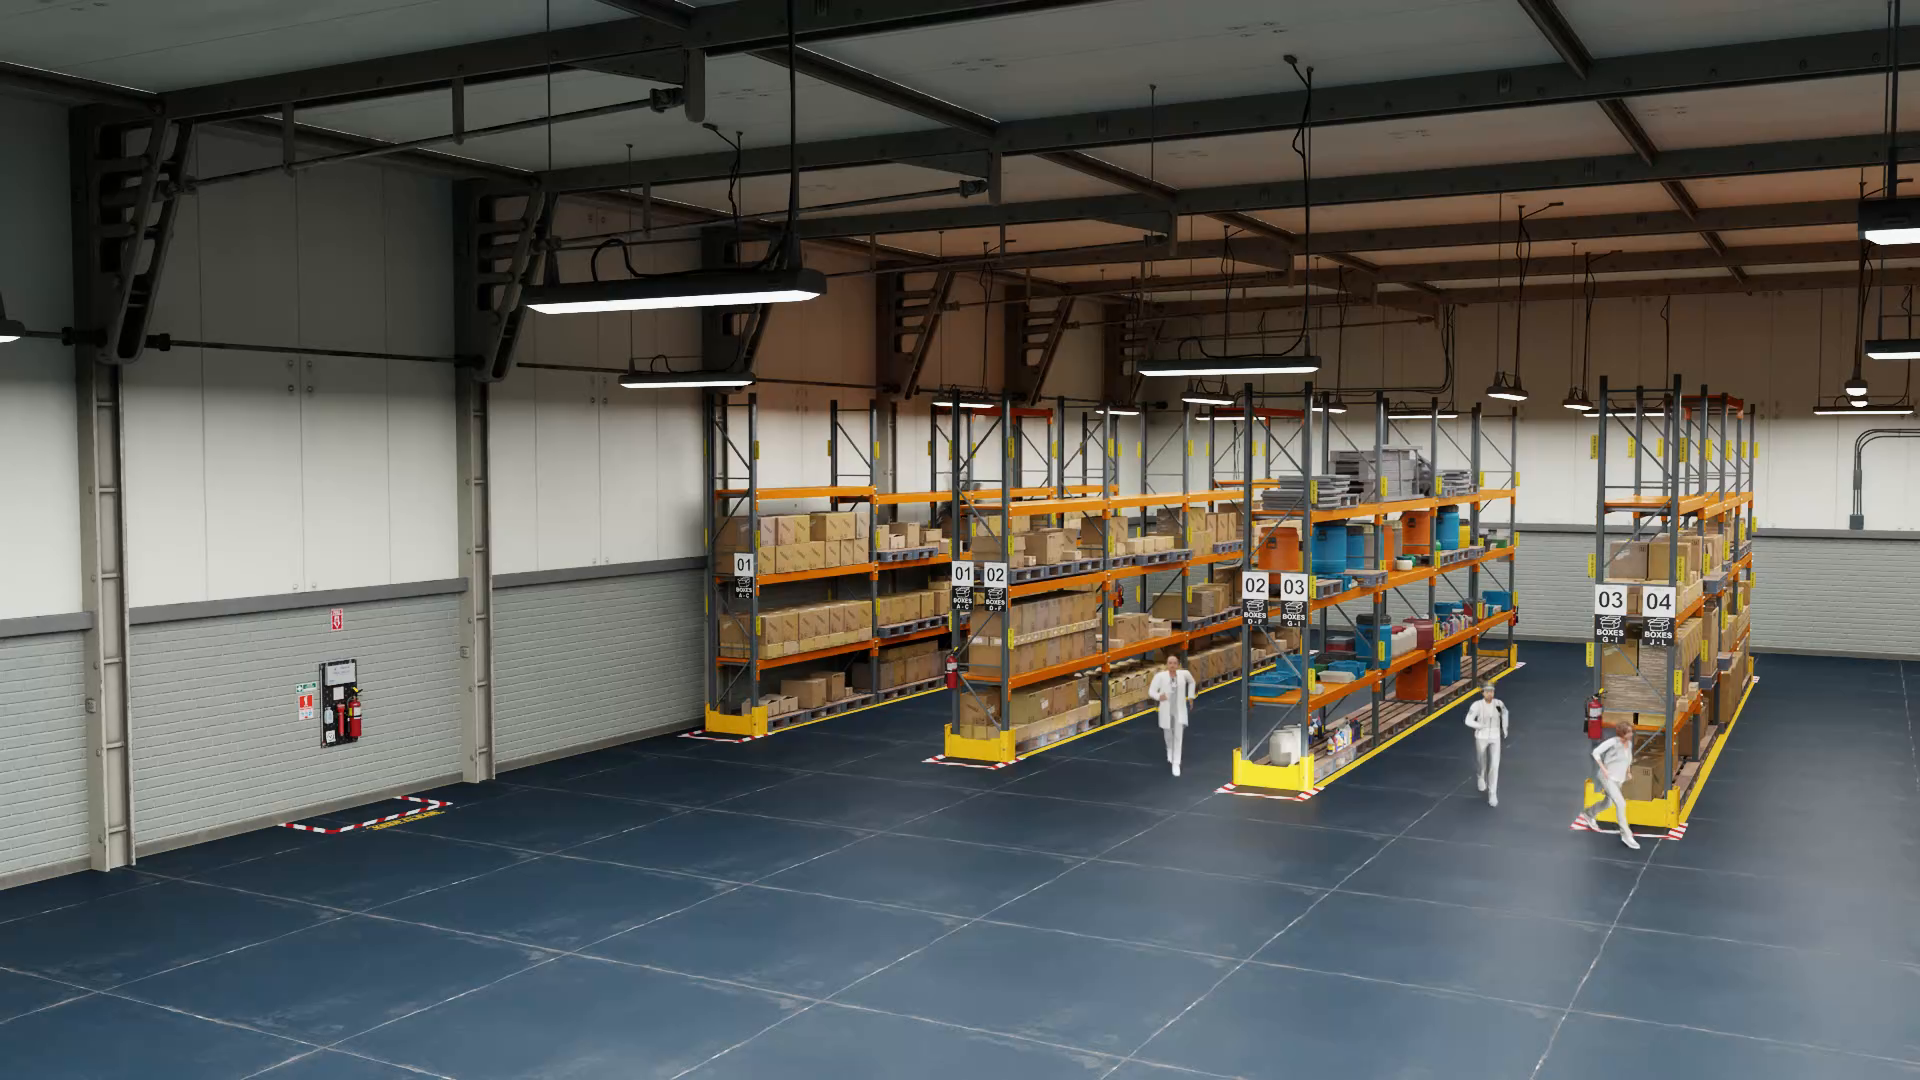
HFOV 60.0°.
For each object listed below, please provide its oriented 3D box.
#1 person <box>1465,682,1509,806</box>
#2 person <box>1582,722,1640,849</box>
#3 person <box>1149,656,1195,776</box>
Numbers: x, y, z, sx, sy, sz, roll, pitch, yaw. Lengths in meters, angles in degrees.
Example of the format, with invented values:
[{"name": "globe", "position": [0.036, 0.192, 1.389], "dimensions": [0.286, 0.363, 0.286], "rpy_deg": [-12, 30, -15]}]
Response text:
[{"name": "person", "position": [7.533, 2.869, 23.797], "dimensions": [0.608, 1.712, 0.927], "rpy_deg": [0, 3, 7]}, {"name": "person", "position": [8.292, 3.068, 21.219], "dimensions": [0.557, 1.569, 0.944], "rpy_deg": [-1, 3, -25]}, {"name": "person", "position": [3.322, 2.707, 26.020], "dimensions": [0.740, 1.809, 1.060], "rpy_deg": [0, 3, 4]}]
